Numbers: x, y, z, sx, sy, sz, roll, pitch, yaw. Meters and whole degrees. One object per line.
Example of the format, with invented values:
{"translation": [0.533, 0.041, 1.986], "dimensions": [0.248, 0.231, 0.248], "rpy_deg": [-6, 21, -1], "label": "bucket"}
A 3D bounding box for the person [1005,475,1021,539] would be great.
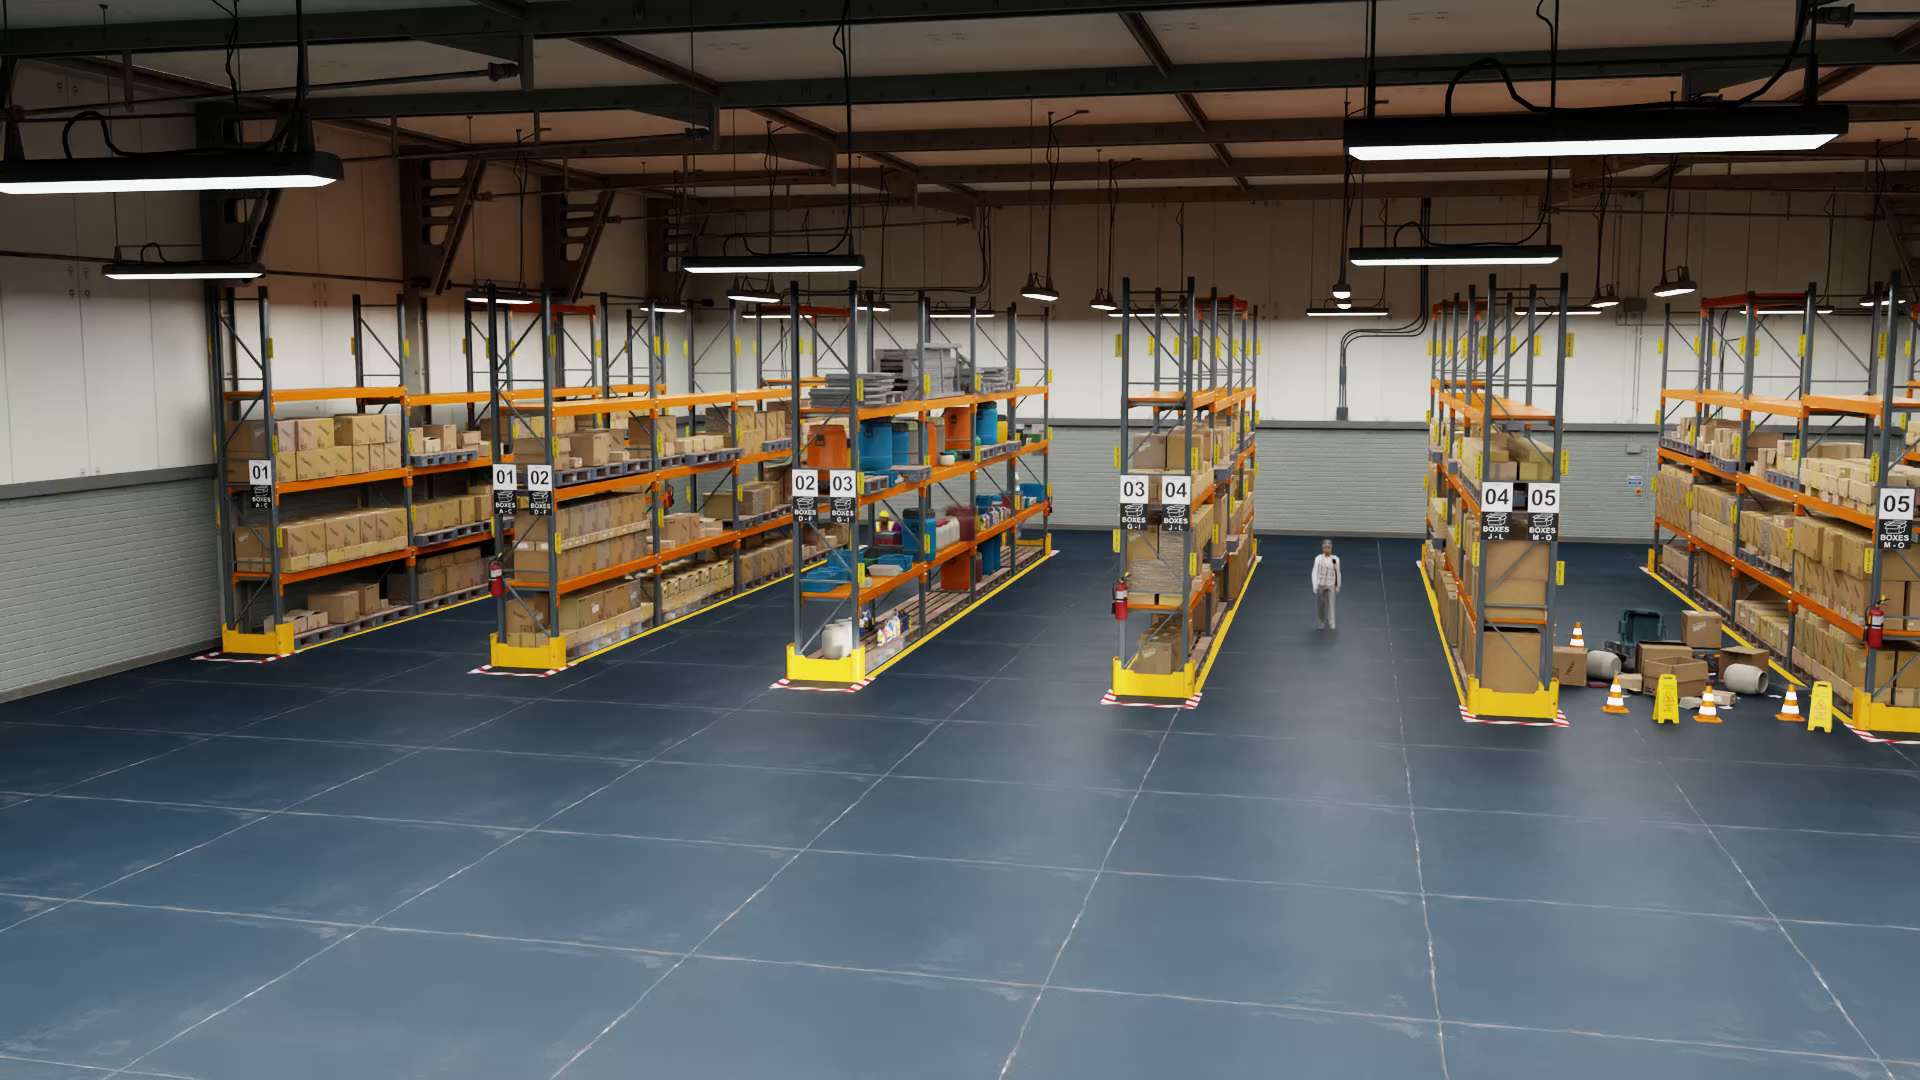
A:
{"translation": [1.365, -0.858, 43.342], "dimensions": [0.554, 1.713, 1.005], "rpy_deg": [4, 8, 30], "label": "person"}

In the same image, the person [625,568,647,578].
{"translation": [-6.695, 0.234, 34.312], "dimensions": [0.470, 1.623, 0.970], "rpy_deg": [0, 7, 0], "label": "person"}

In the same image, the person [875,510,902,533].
{"translation": [-1.495, 0.173, 34.037], "dimensions": [0.695, 1.607, 0.711], "rpy_deg": [3, 7, 23], "label": "person"}

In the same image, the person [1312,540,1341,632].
{"translation": [6.451, 0.810, 29.328], "dimensions": [0.498, 1.626, 1.041], "rpy_deg": [2, 7, 16], "label": "person"}
